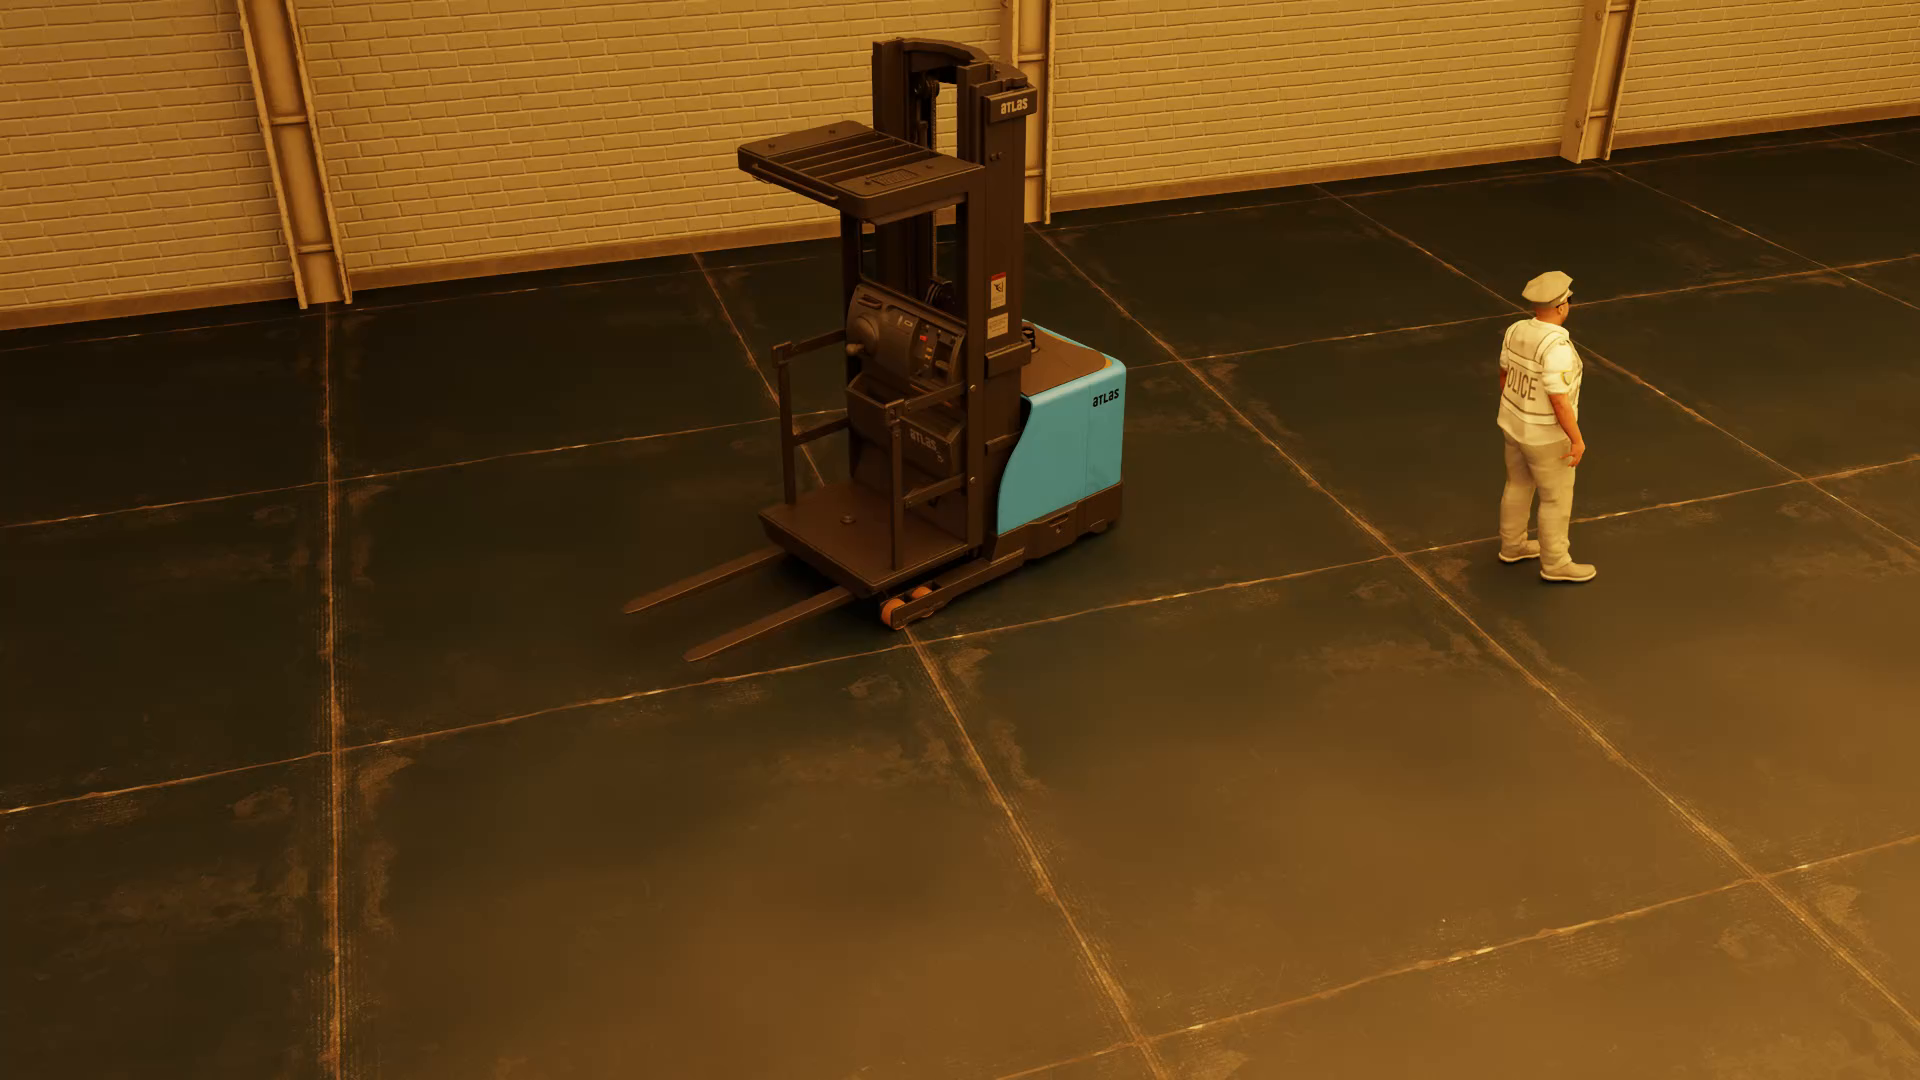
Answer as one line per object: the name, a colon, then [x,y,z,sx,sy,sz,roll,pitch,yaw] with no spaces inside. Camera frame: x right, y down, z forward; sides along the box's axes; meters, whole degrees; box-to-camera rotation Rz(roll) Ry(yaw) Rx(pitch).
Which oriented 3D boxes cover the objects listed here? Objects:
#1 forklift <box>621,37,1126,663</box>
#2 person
forklift: [-0.461,-1.072,8.951,3.031,2.935,1.130,-23,37,-34]
person: [3.329,-0.650,9.355,0.576,1.781,0.640,-9,31,-16]
